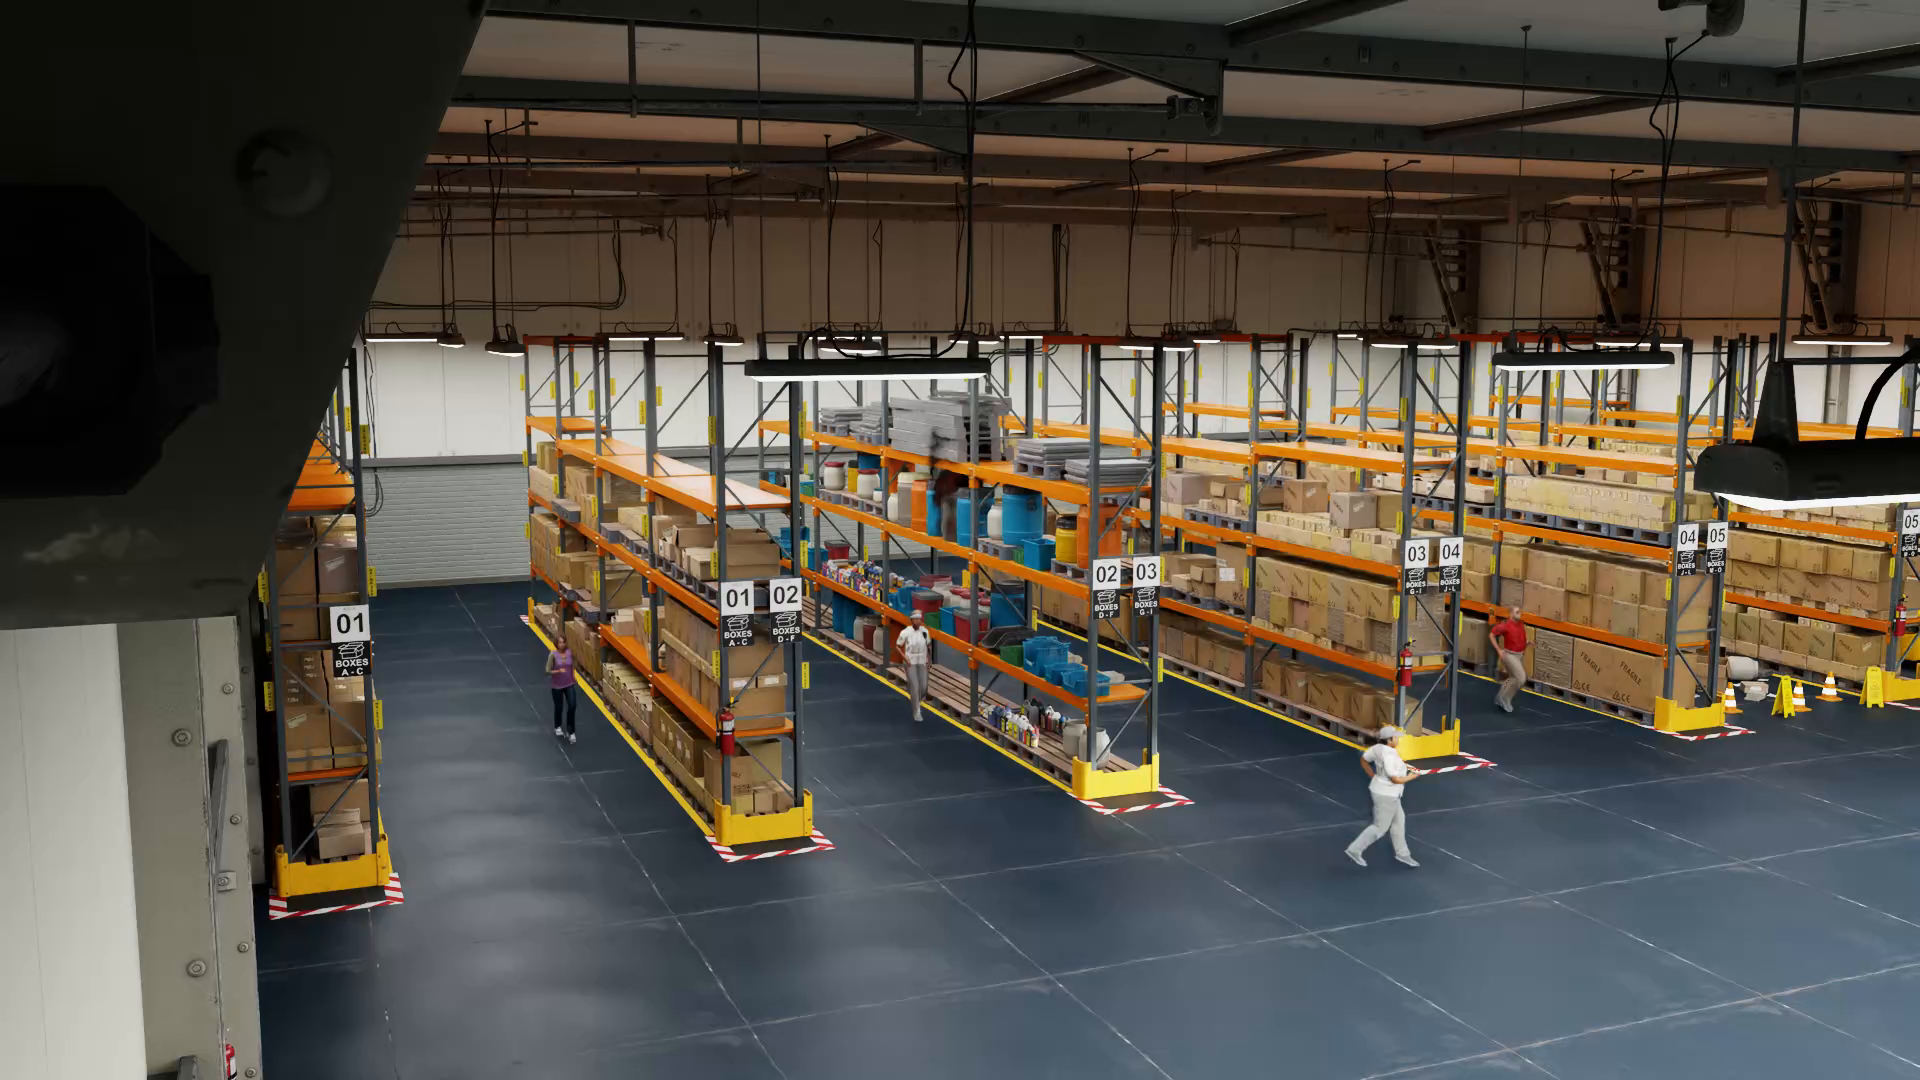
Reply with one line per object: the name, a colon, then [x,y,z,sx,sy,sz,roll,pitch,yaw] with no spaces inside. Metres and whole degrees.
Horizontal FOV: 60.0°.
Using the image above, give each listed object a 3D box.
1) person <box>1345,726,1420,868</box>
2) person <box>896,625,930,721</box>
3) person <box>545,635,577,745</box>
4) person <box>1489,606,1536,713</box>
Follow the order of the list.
person: [4.883,2.964,19.091,0.893,1.696,0.567,0,8,3]
person: [-0.695,1.993,25.235,0.548,1.442,0.520,-3,8,-20]
person: [-5.962,2.227,24.941,0.522,1.639,0.700,-4,9,-27]
person: [8.945,1.929,26.825,0.637,1.738,0.702,-7,10,-42]
